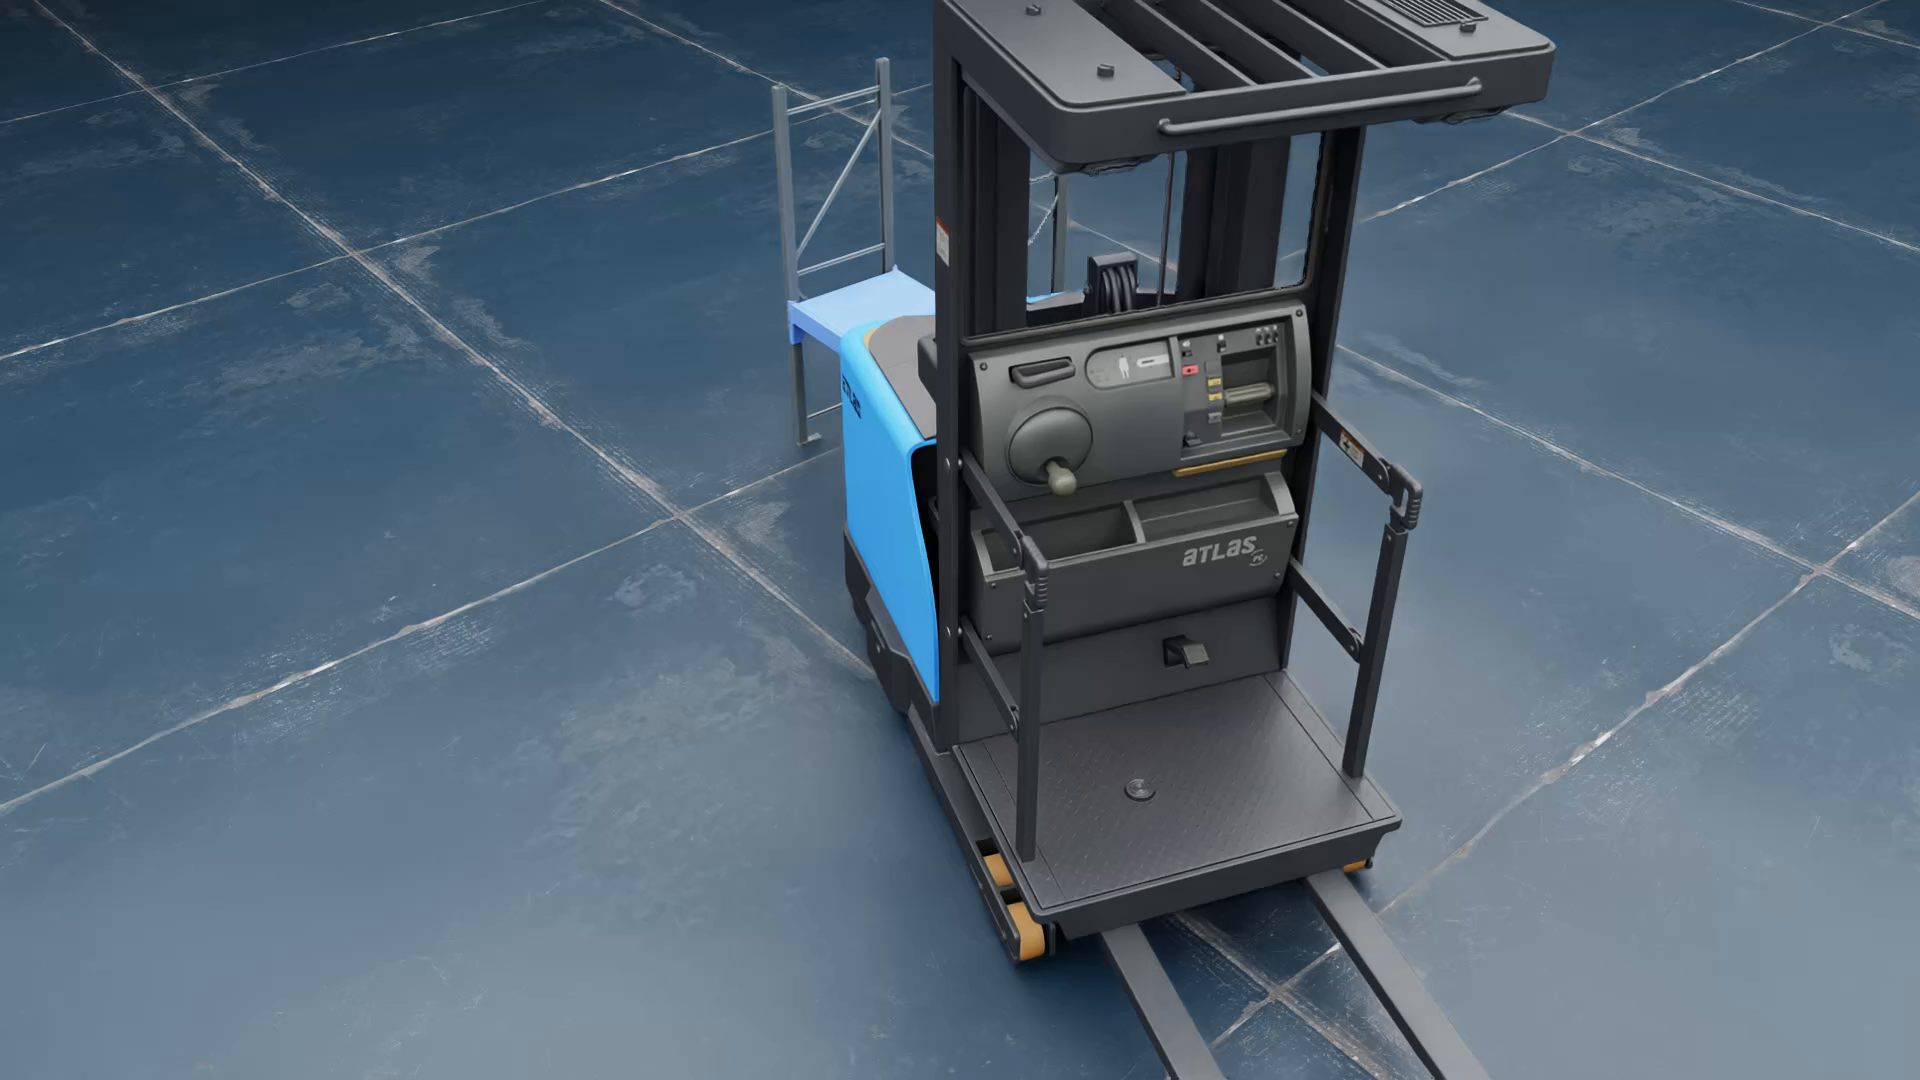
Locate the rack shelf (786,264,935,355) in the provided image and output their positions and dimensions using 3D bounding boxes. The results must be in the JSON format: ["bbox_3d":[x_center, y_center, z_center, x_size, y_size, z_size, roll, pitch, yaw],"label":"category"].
[{"bbox_3d":[-0.155,-0.711,6.268,0.538,0.185,1.000,-24,42,-30],"label":"rack shelf"}]

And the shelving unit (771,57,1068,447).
[{"bbox_3d":[-0.155,-0.858,6.164,0.538,1.500,1.048,-24,42,-30],"label":"shelving unit"}]

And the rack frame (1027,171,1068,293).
[{"bbox_3d":[0.158,-0.626,5.837,0.500,1.500,0.032,-24,42,-30],"label":"rack frame"}]

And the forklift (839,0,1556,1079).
[{"bbox_3d":[0.554,-0.300,4.137,1.130,2.935,3.031,-11,37,-15],"label":"forklift"}]

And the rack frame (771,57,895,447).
[{"bbox_3d":[-0.468,-1.090,6.491,0.500,1.500,0.032,-24,42,-30],"label":"rack frame"}]
